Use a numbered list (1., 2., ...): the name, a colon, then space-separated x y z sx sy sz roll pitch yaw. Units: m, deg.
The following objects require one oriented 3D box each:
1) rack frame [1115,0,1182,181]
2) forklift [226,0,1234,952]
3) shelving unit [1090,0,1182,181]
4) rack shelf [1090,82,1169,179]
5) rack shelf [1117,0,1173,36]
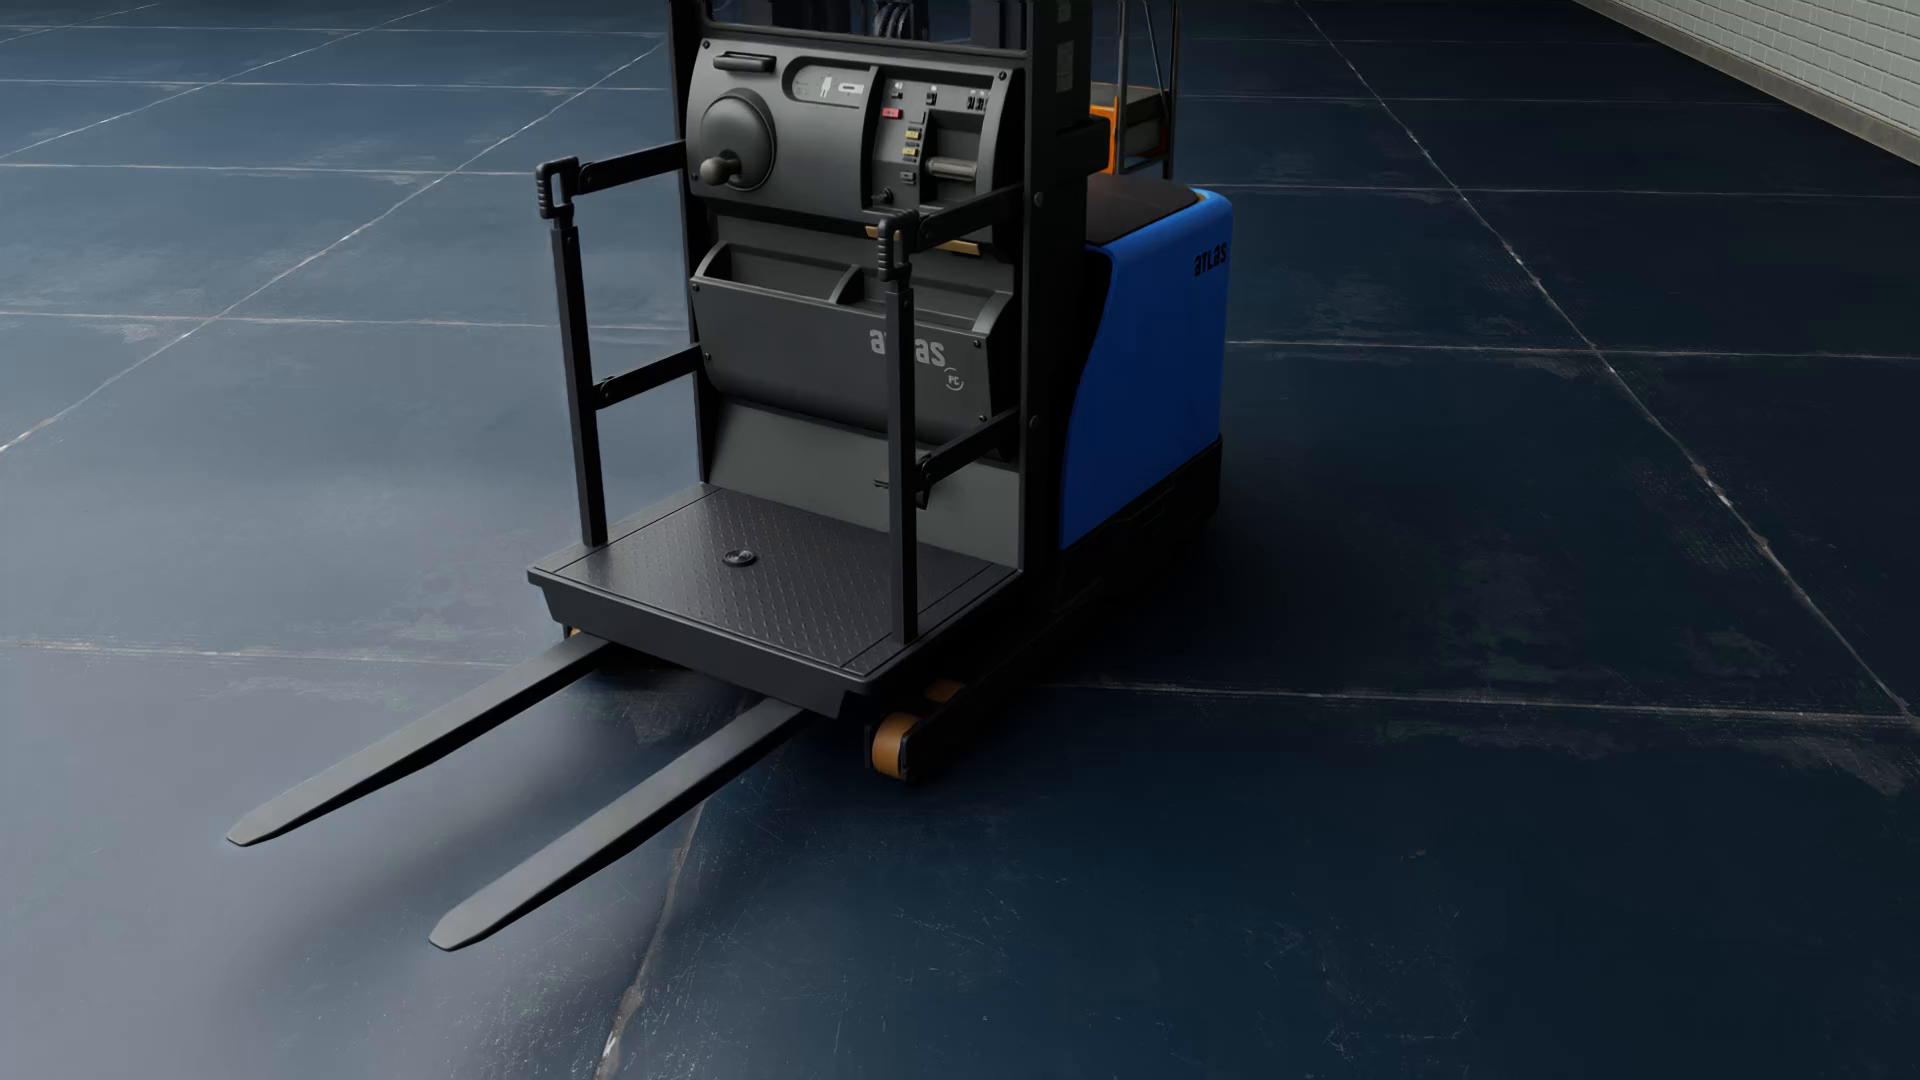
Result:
1. rack frame: 0.596 -1.206 5.359 0.015 2.100 0.400 15 29 29
2. forklift: -0.400 -0.978 3.868 1.130 2.935 3.031 15 29 30
3. shelving unit: 0.389 -1.260 5.477 0.503 2.100 0.431 15 29 29
4. rack shelf: 0.389 -1.248 5.482 0.480 0.518 0.431 15 29 29
5. rack shelf: 0.389 -1.884 5.190 0.480 0.518 0.431 15 29 29
